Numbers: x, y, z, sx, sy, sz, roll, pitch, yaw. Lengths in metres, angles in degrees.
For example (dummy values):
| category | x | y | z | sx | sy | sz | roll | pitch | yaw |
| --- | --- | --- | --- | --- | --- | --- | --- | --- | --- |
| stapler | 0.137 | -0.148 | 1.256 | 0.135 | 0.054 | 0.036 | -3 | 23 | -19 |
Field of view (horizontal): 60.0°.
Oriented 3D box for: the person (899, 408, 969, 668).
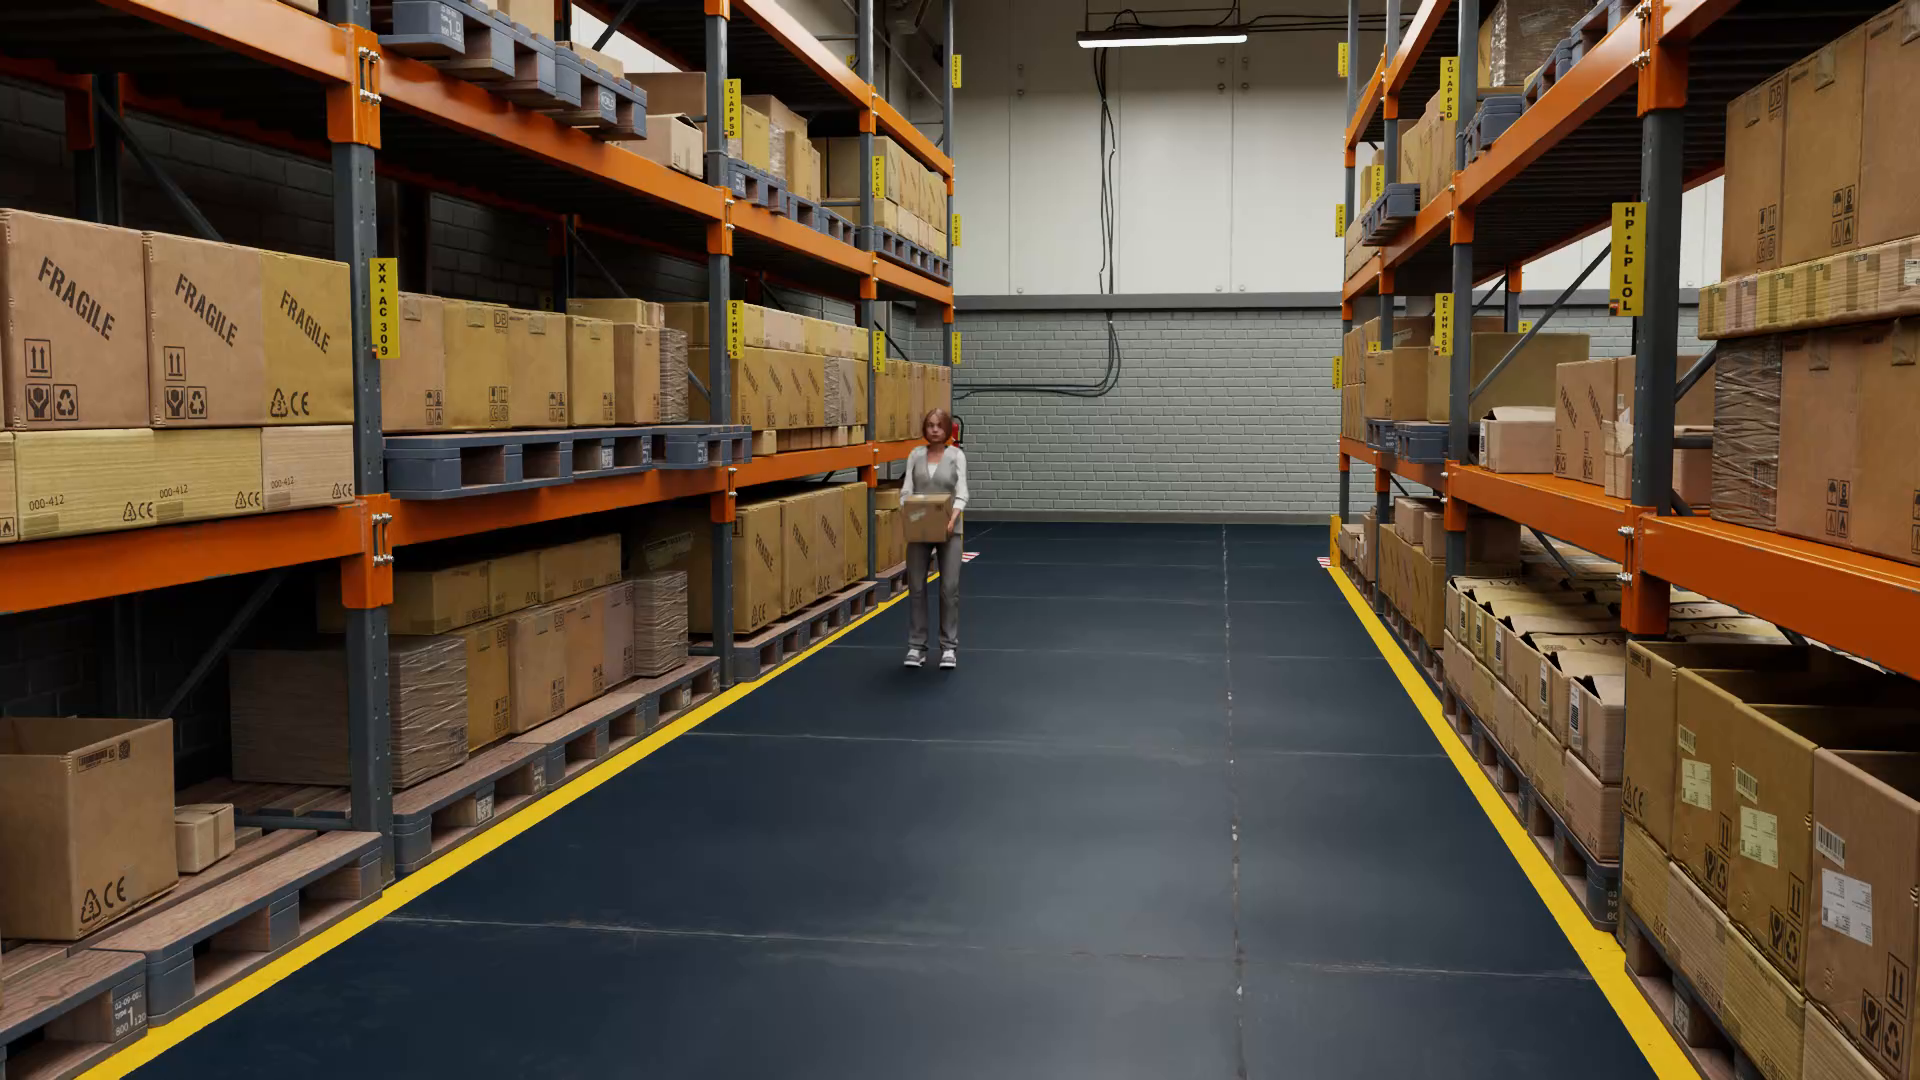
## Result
| category | x | y | z | sx | sy | sz | roll | pitch | yaw |
| --- | --- | --- | --- | --- | --- | --- | --- | --- | --- |
| person | -0.164 | -0.014 | 10.253 | 0.435 | 1.600 | 0.478 | 1 | 5 | 8 |
